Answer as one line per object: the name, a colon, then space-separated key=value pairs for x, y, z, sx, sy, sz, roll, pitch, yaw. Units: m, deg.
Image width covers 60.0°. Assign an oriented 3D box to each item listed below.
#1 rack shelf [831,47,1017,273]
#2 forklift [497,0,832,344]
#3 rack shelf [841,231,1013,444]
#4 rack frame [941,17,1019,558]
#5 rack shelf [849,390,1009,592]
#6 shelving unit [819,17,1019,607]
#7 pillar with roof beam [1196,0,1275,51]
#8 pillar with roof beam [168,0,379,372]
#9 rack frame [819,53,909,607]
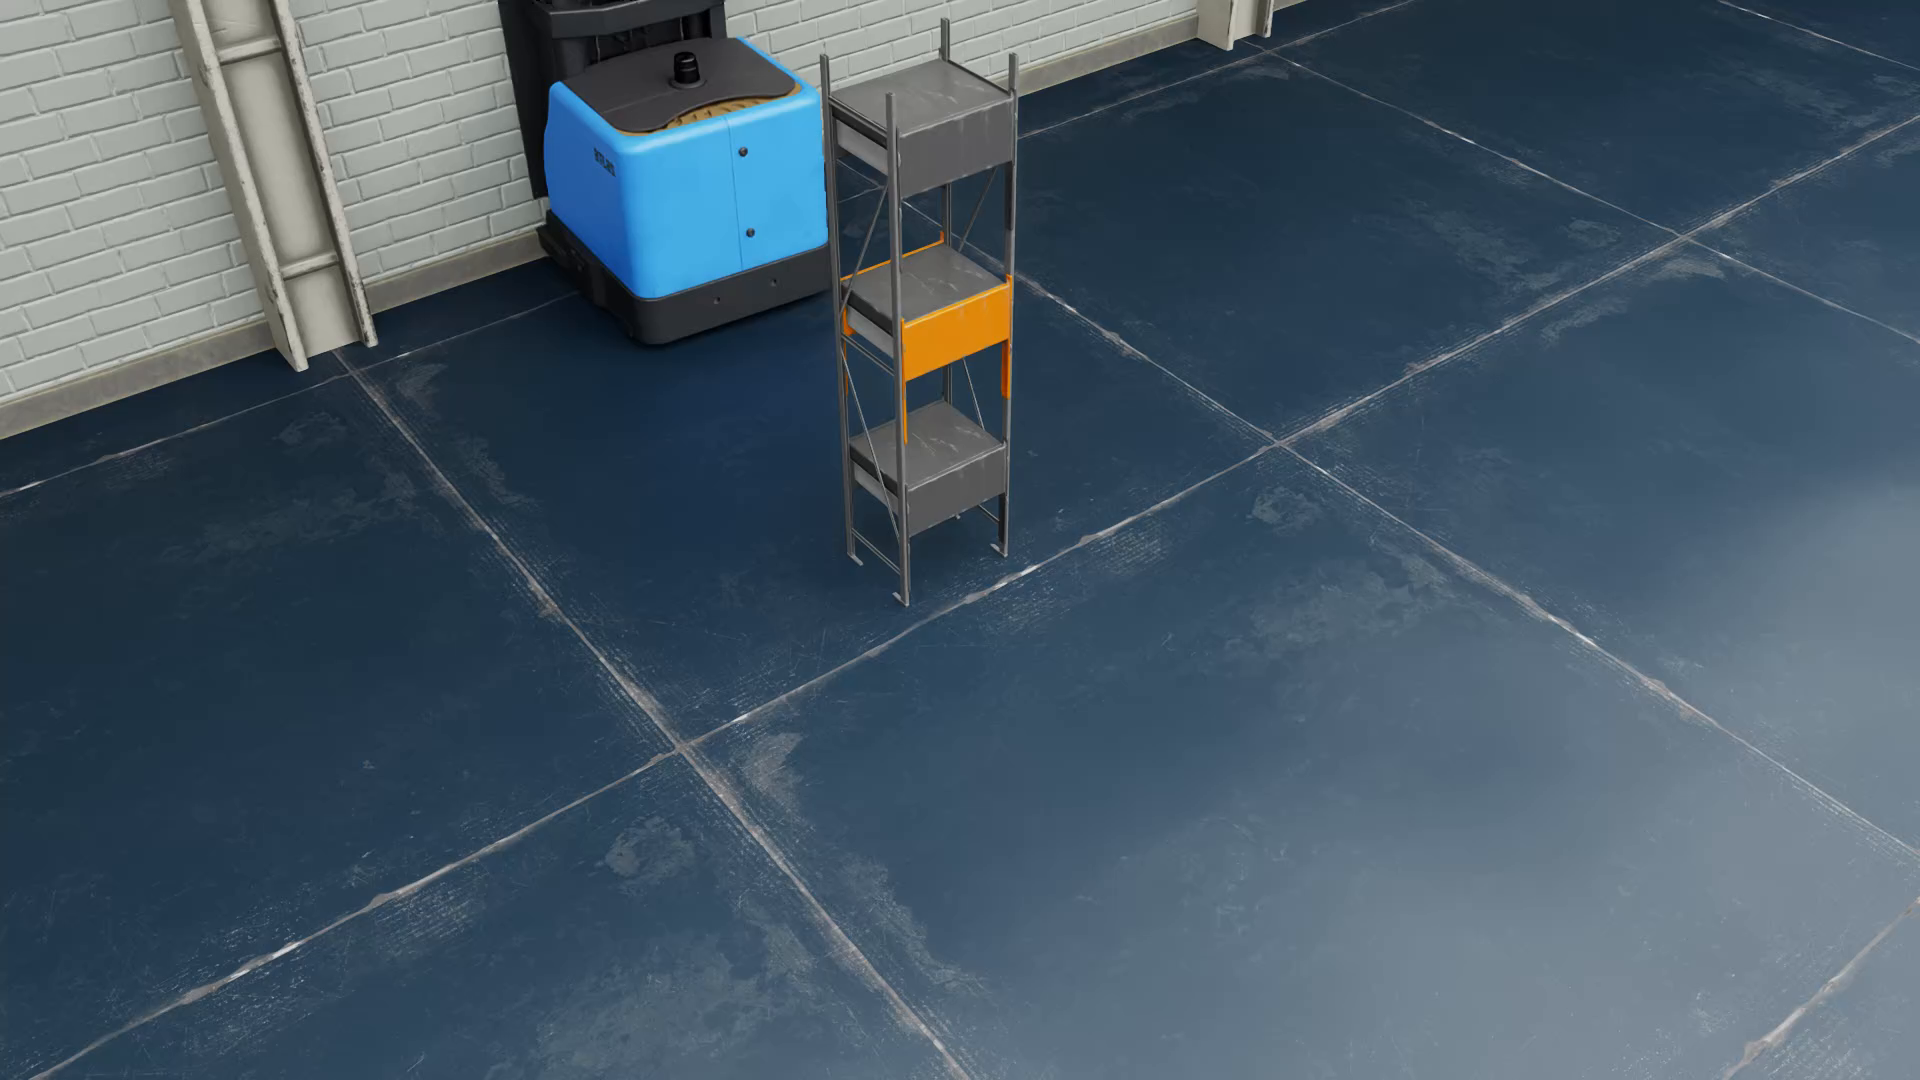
rack shelf: x=-0.131 y=-1.278 z=5.571 sx=0.480 sy=0.518 sz=0.431 roll=-26 pitch=46 yaw=-28
forklift: x=-1.854 y=-2.945 z=8.029 sx=1.130 sy=2.935 sz=3.031 roll=-23 pitch=45 yaw=-25
rack shelf: x=-0.131 y=-0.737 z=6.015 sx=0.480 sy=0.518 sz=0.431 roll=-26 pitch=46 yaw=-28
rack frame: x=0.062 y=-0.842 z=6.121 sx=0.015 sy=2.100 sz=0.400 roll=-26 pitch=46 yaw=-28
rack shelf: x=-0.131 y=-0.196 z=6.459 sx=0.480 sy=0.518 sz=0.431 roll=-26 pitch=46 yaw=-28
shelving unit: x=-0.131 y=-0.748 z=6.006 sx=0.503 sy=2.100 sz=0.431 roll=-26 pitch=46 yaw=-28
pillar with roof beam: x=4.376 y=-4.564 z=5.218 sx=0.400 sy=9.000 sz=9.100 roll=-26 pitch=46 yaw=-28
pillar with roof beam: x=-0.381 y=-2.245 z=2.391 sx=0.400 sy=9.000 sz=9.100 roll=-26 pitch=46 yaw=-28
rack frame: x=-0.325 y=-0.654 z=5.891 sx=0.015 sy=2.100 sz=0.400 roll=-26 pitch=46 yaw=-28
